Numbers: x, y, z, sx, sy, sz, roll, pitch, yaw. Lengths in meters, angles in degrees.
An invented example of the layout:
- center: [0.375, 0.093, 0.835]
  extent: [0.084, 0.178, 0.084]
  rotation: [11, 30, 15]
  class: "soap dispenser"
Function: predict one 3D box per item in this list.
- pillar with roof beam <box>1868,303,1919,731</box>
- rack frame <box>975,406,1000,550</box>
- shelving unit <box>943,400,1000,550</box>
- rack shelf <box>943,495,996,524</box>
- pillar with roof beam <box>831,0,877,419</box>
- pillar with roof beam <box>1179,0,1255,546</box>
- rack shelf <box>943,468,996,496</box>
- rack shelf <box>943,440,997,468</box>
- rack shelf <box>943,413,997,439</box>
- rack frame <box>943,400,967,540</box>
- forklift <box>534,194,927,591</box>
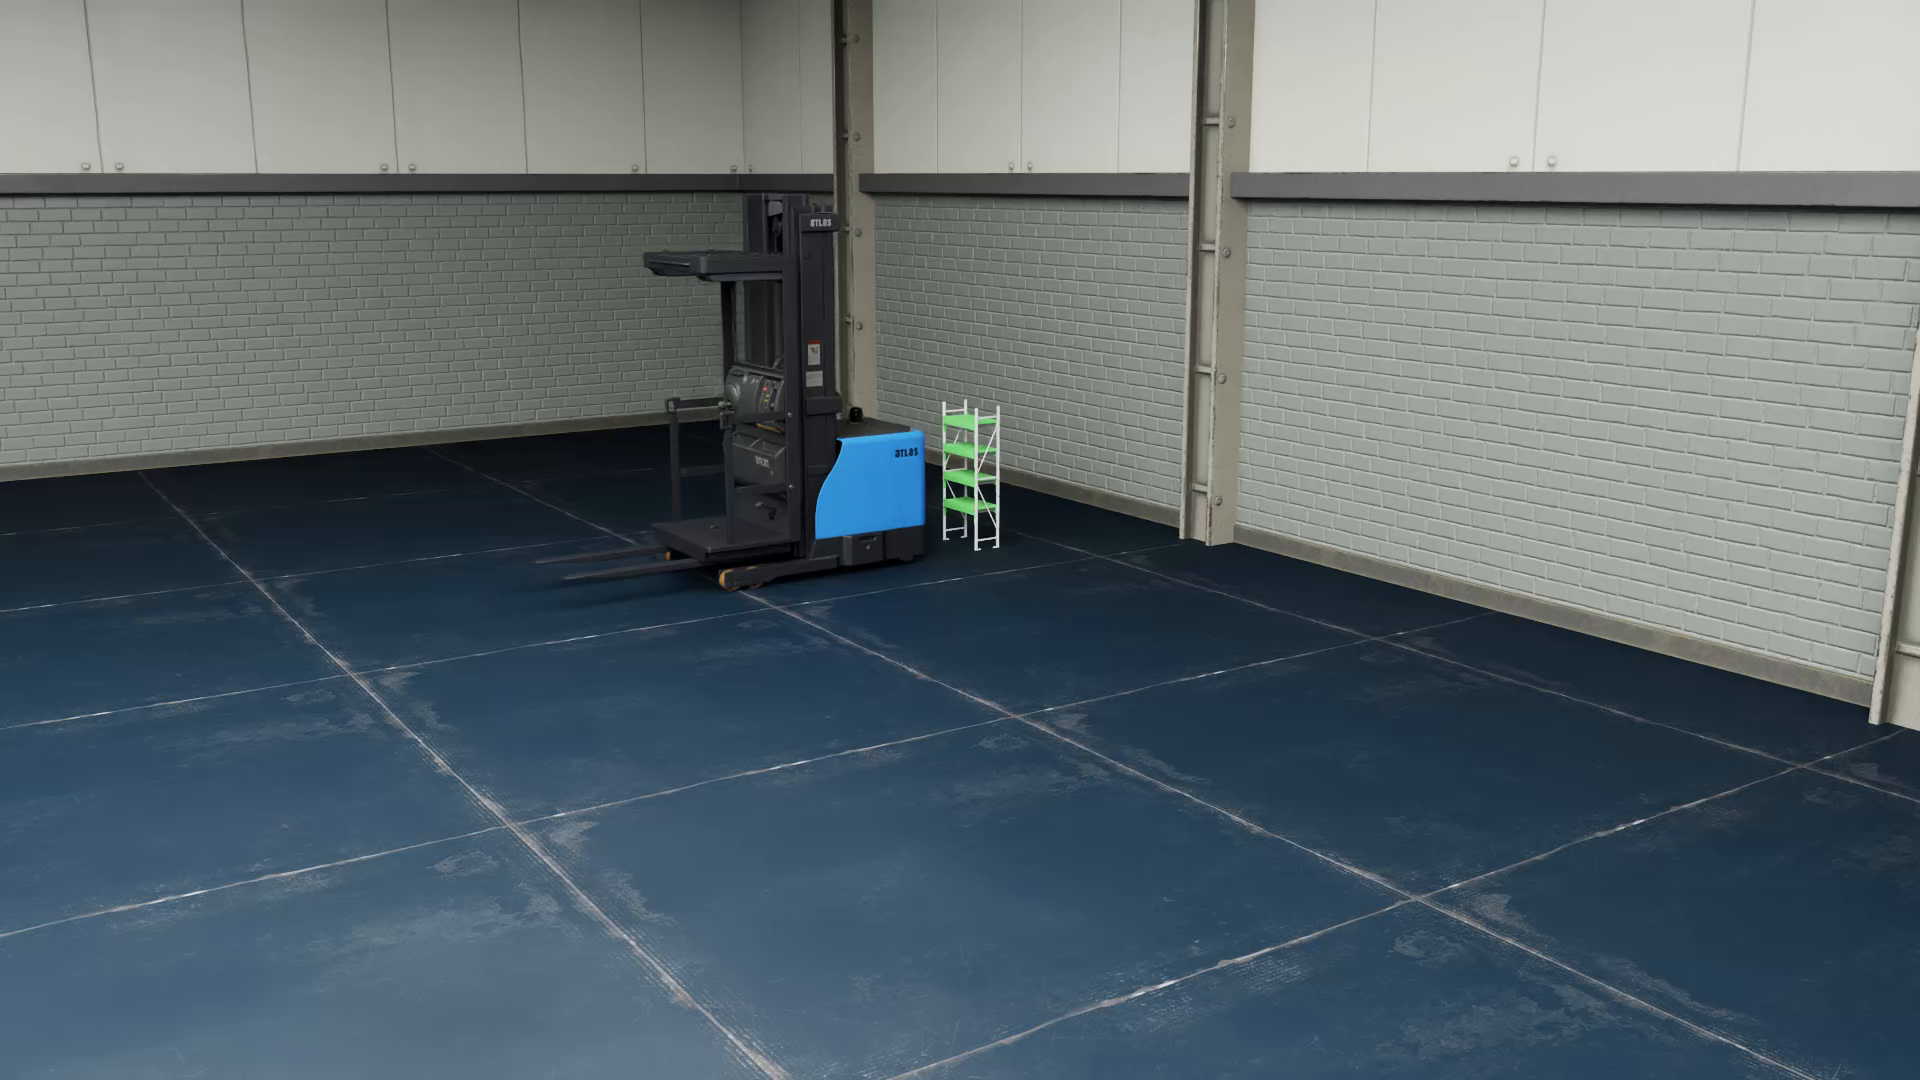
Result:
- center: [1.879, -2.822, 6.200]
  extent: [9.100, 9.000, 0.400]
  rotation: [-8, 15, -33]
  class: "pillar with roof beam"
- center: [0.227, -0.513, 13.901]
  extent: [0.240, 1.200, 0.015]
  rotation: [-8, 15, -33]
  class: "rack frame"
- center: [0.092, -0.557, 14.099]
  extent: [0.258, 1.200, 0.503]
  rotation: [-8, 15, -33]
  class: "shelving unit"
- center: [0.092, -0.260, 14.164]
  extent: [0.258, 0.148, 0.480]
  rotation: [-8, 15, -33]
  class: "rack shelf"
- center: [-4.770, -4.956, 15.960]
  extent: [9.100, 9.000, 0.400]
  rotation: [-8, 15, -33]
  class: "pillar with roof beam"
- center: [-1.446, -3.889, 11.080]
  extent: [9.100, 9.000, 0.400]
  rotation: [-8, 15, -33]
  class: "pillar with roof beam"
- center: [0.092, -0.494, 14.113]
  extent: [0.258, 0.148, 0.480]
  rotation: [-8, 15, -33]
  class: "rack shelf"
- center: [0.092, -0.729, 14.061]
  extent: [0.258, 0.148, 0.480]
  rotation: [-8, 15, -33]
  class: "rack shelf"
- center: [0.092, -0.963, 14.010]
  extent: [0.258, 0.148, 0.480]
  rotation: [-8, 15, -33]
  class: "rack shelf"
- center: [-0.043, -0.600, 14.297]
  extent: [0.240, 1.200, 0.015]
  rotation: [-8, 15, -33]
  class: "rack frame"
- center: [-1.777, -1.171, 12.857]
  extent: [3.031, 2.935, 1.130]
  rotation: [-8, 15, -33]
  class: "forklift"
